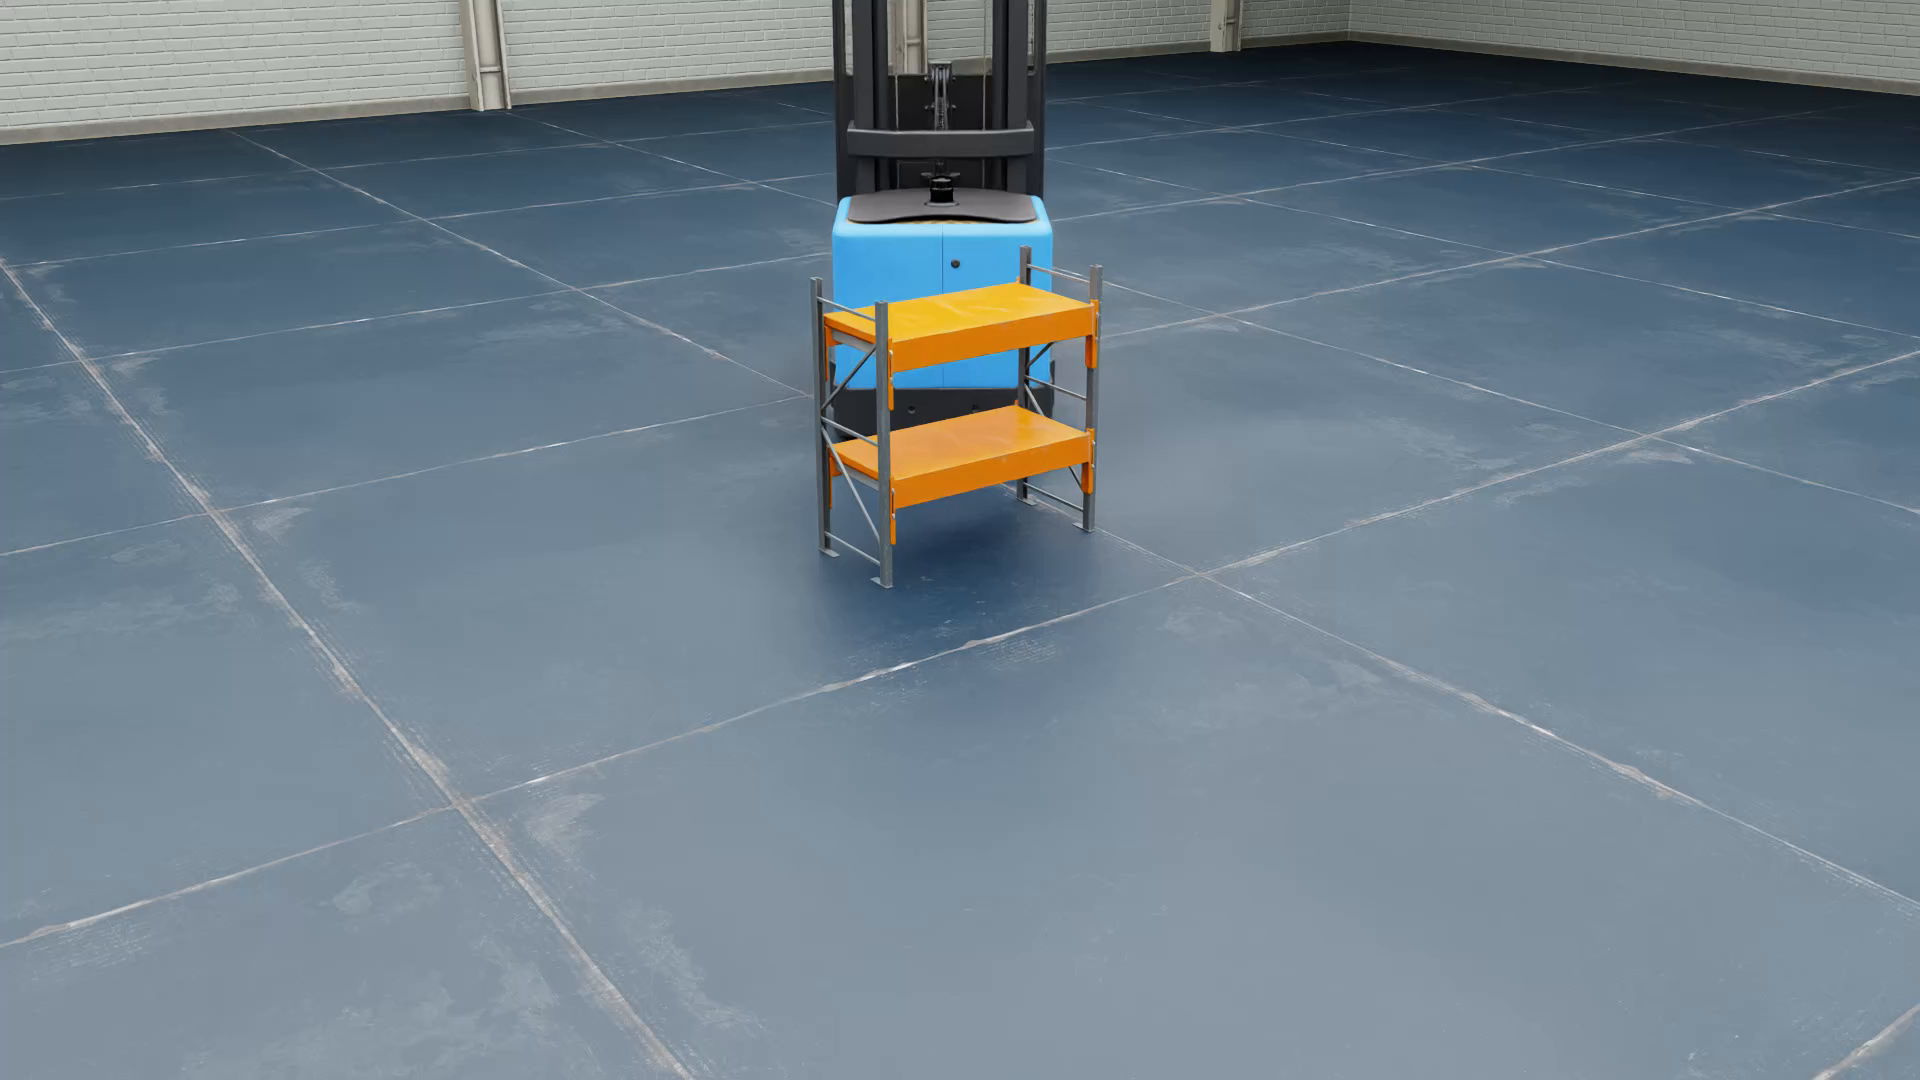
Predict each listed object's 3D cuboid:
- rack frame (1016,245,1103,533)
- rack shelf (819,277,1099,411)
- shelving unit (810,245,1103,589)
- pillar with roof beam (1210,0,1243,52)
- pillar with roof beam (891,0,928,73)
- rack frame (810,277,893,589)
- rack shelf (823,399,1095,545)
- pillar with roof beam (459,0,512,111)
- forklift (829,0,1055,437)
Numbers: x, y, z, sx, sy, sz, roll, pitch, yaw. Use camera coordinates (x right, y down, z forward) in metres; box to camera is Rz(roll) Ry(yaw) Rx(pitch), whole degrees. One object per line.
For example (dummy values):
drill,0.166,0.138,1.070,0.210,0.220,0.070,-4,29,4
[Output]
rack frame,0.407,-0.631,6.960,0.032,1.125,0.500,-15,26,-33
rack shelf,-0.005,-0.793,6.576,1.000,0.278,0.538,-15,26,-33
shelving unit,-0.005,-0.521,6.684,1.048,1.125,0.538,-15,26,-33
pillar with roof beam,6.691,-10.602,21.324,0.400,9.000,9.100,-15,26,-33
pillar with roof beam,1.820,-9.304,18.070,0.400,9.000,9.100,-15,26,-33
rack frame,-0.418,-0.411,6.408,0.032,1.125,0.500,-15,26,-33
rack shelf,-0.005,-0.294,6.775,1.000,0.278,0.538,-15,26,-33
pillar with roof beam,-3.050,-8.005,14.815,0.400,9.000,9.100,-15,26,-33
forklift,-0.109,-2.348,8.825,1.130,2.935,3.031,0,22,-1
